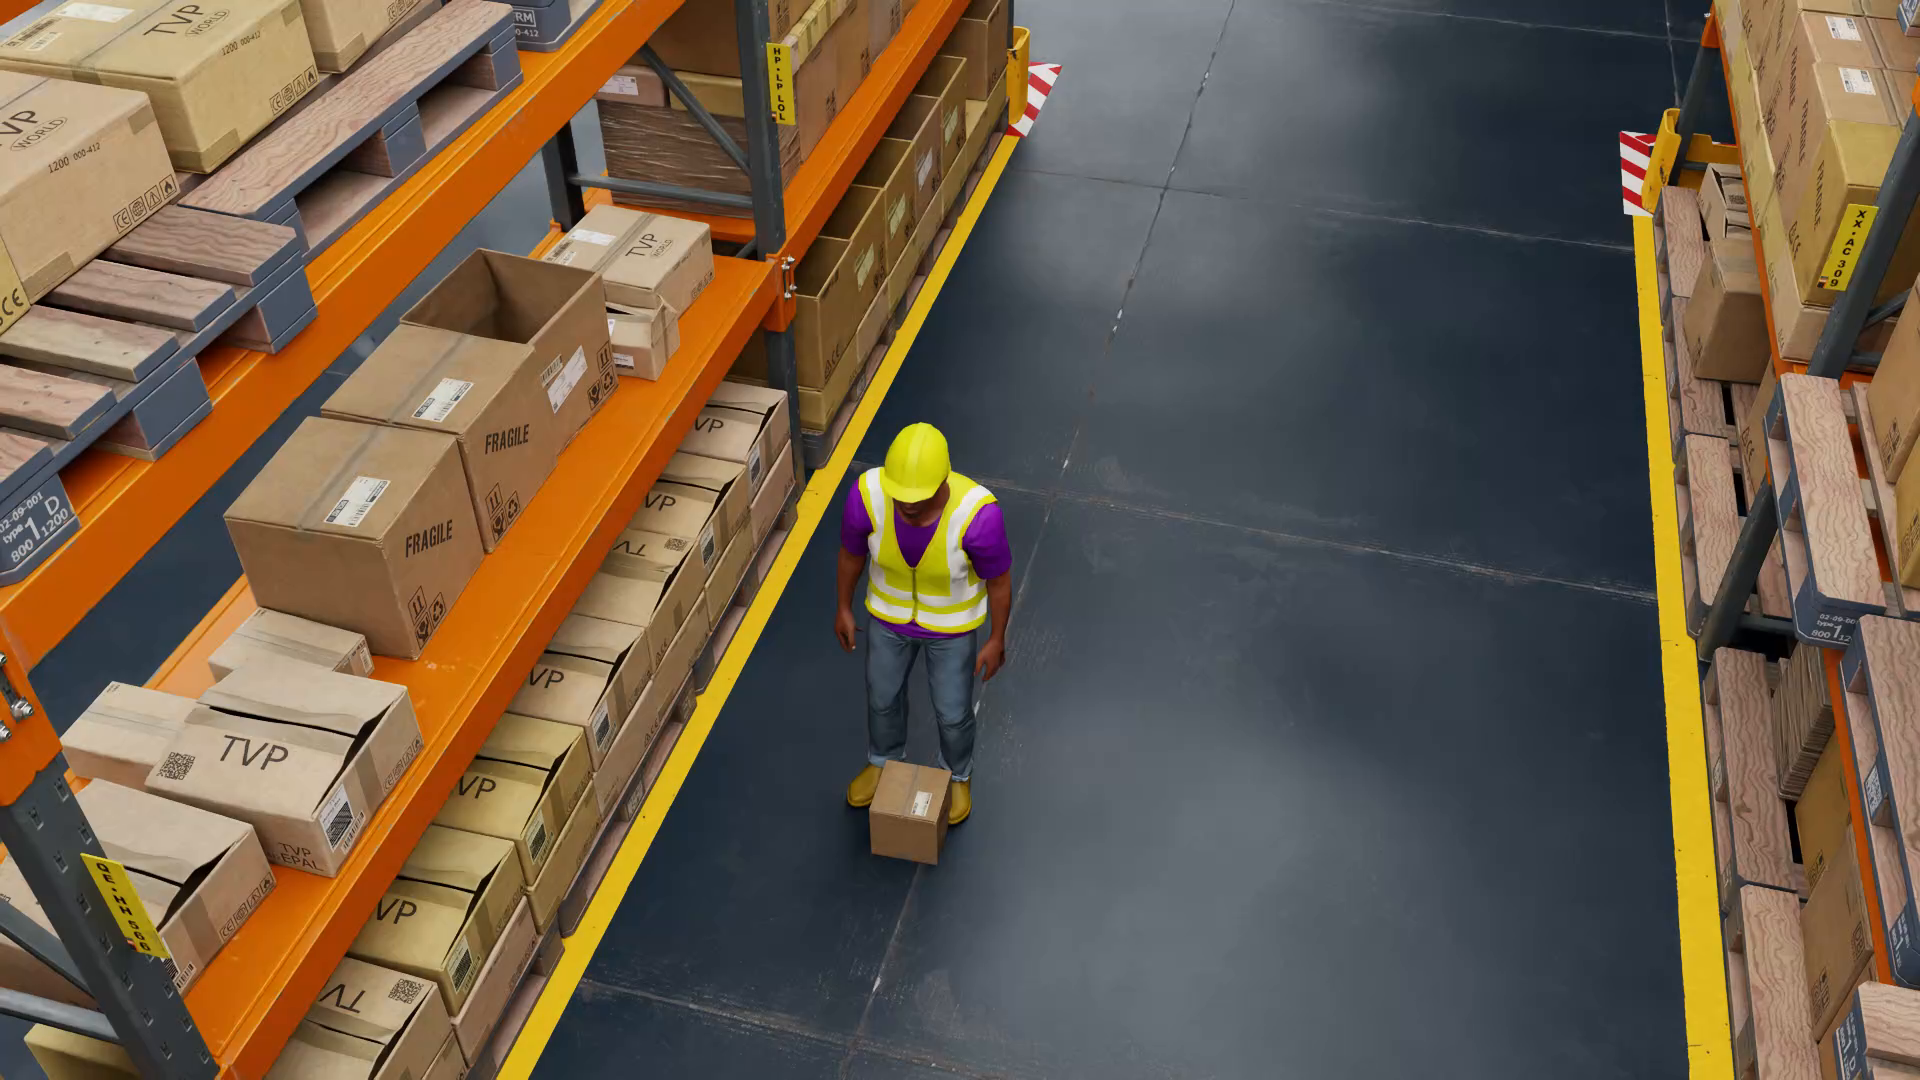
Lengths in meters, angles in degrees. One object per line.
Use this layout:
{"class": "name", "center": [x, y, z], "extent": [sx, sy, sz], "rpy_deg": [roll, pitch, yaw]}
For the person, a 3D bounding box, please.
{"class": "person", "center": [-0.136, 0.287, 5.810], "extent": [0.628, 1.761, 0.456], "rpy_deg": [11, 42, 12]}
